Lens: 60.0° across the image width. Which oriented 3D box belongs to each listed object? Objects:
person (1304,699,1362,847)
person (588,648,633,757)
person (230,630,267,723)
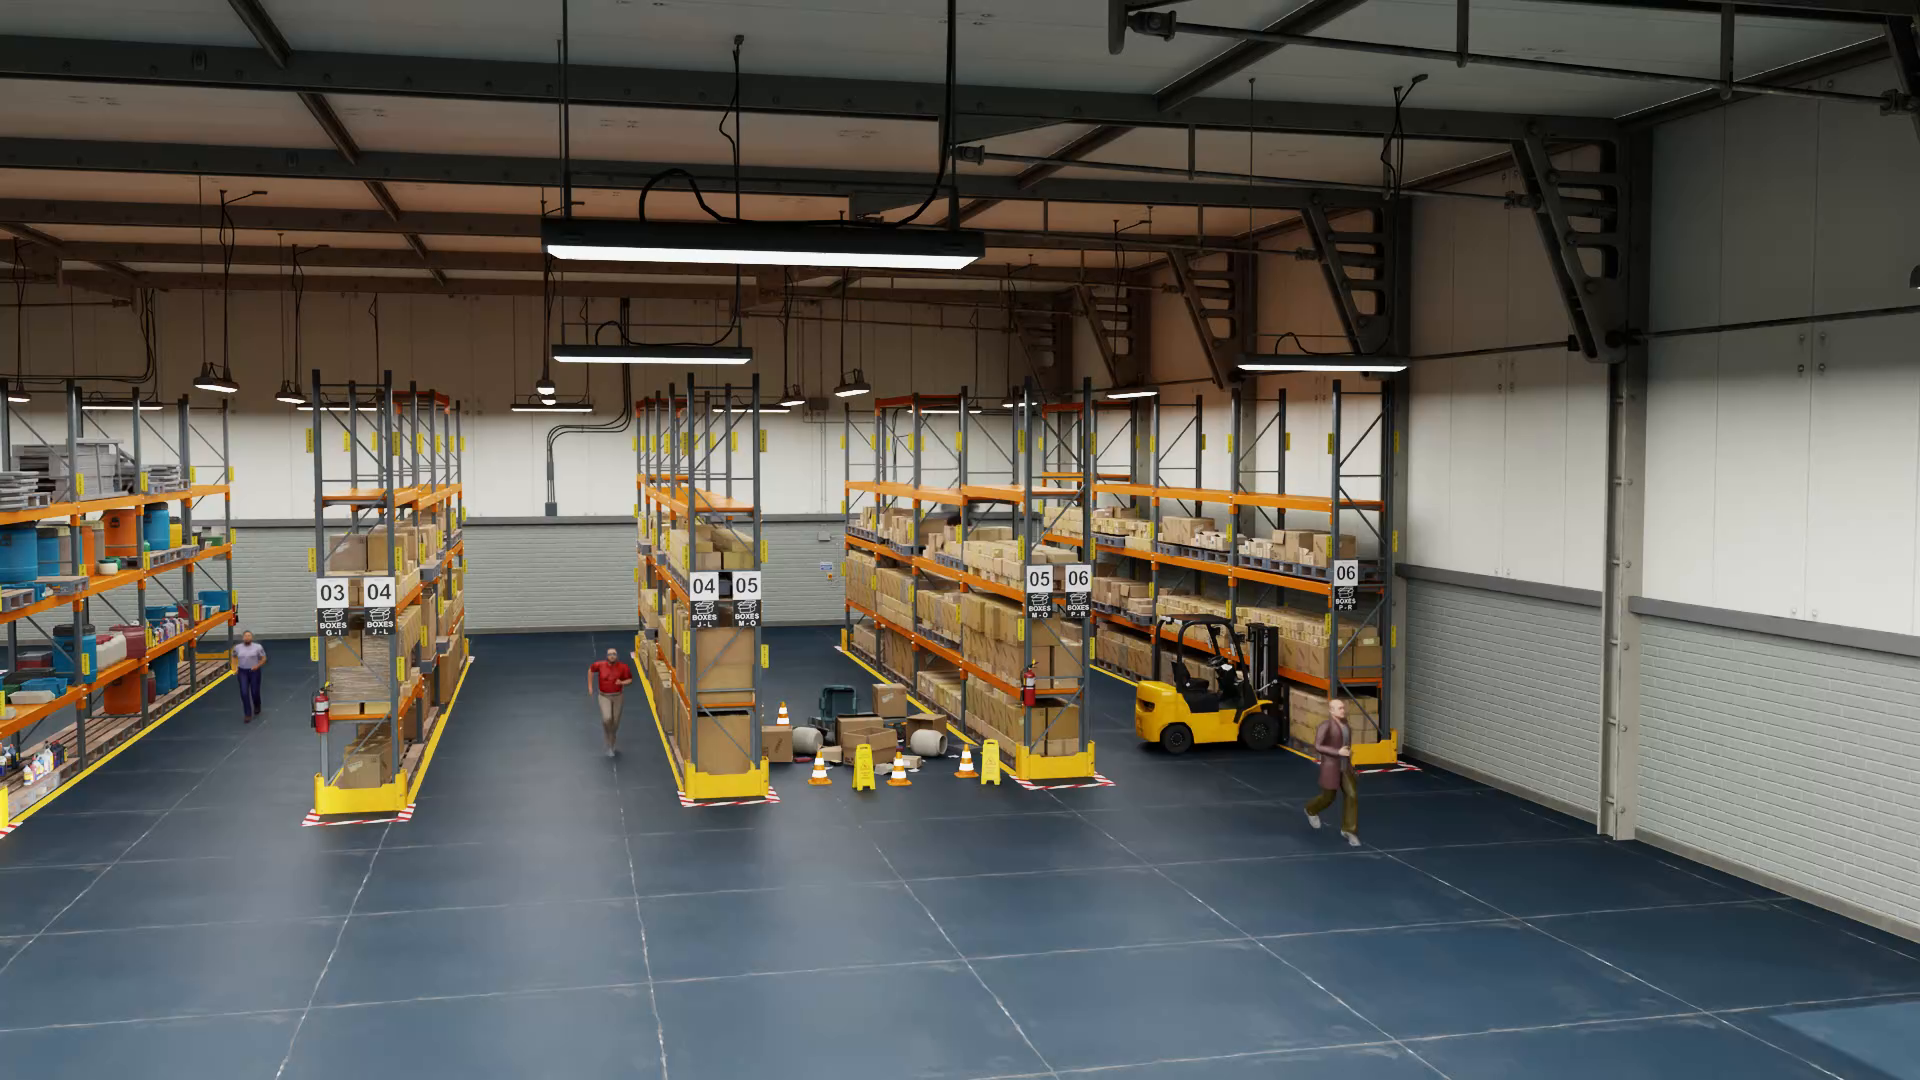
[{"bbox_3d":[4.717,2.918,21.049,0.742,1.835,1.009,-2,4,-33],"label":"person"},{"bbox_3d":[-5.642,2.608,26.855,0.679,1.777,0.874,-1,3,-16],"label":"person"},{"bbox_3d":[-12.905,2.452,30.168,0.613,1.640,0.726,-1,3,-19],"label":"person"}]
